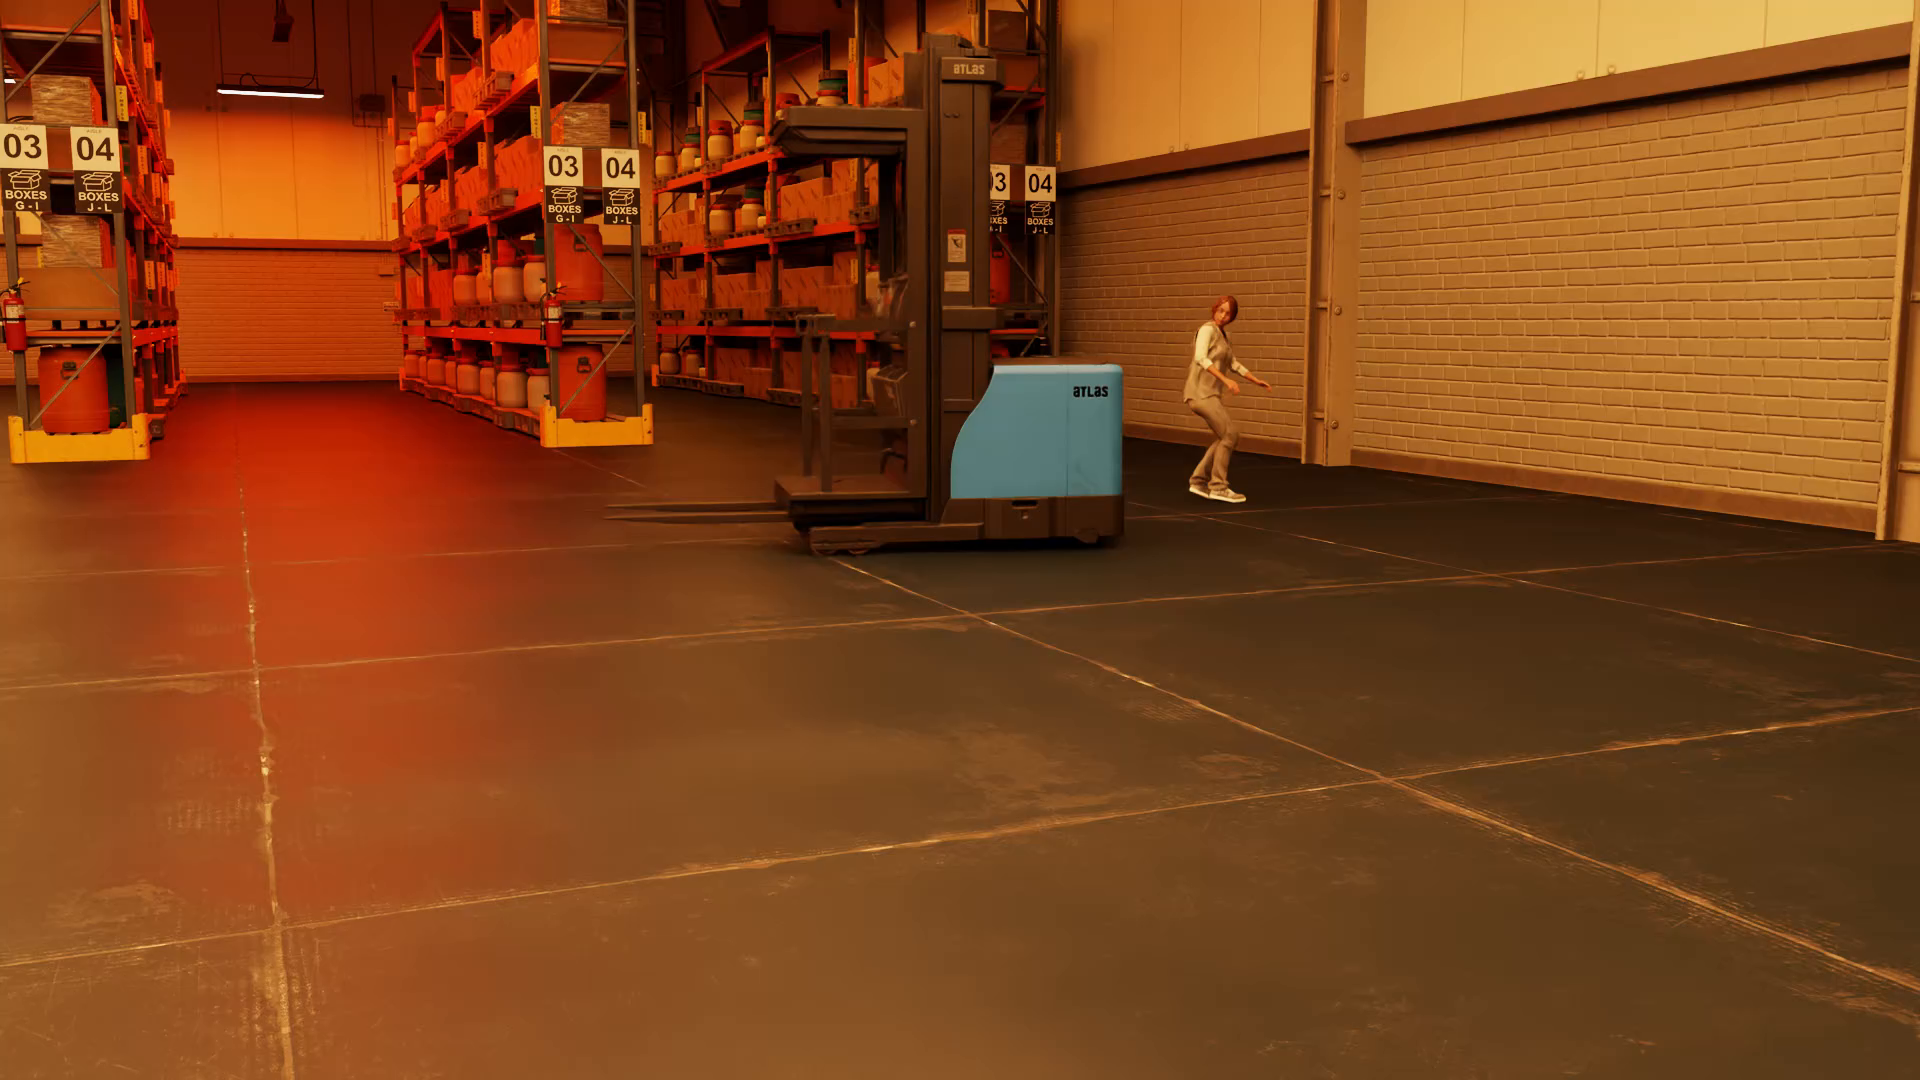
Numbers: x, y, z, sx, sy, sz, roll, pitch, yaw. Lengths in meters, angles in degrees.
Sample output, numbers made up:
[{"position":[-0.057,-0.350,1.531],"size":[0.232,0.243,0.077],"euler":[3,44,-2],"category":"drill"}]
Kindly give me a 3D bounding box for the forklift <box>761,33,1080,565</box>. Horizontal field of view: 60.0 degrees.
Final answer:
[{"position":[-0.182,-1.375,9.371],"size":[1.130,2.935,3.031],"euler":[3,8,18],"category":"forklift"}]

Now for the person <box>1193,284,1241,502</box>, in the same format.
[{"position":[1.937,-1.093,12.350],"size":[0.382,1.596,0.546],"euler":[4,9,30],"category":"person"}]
